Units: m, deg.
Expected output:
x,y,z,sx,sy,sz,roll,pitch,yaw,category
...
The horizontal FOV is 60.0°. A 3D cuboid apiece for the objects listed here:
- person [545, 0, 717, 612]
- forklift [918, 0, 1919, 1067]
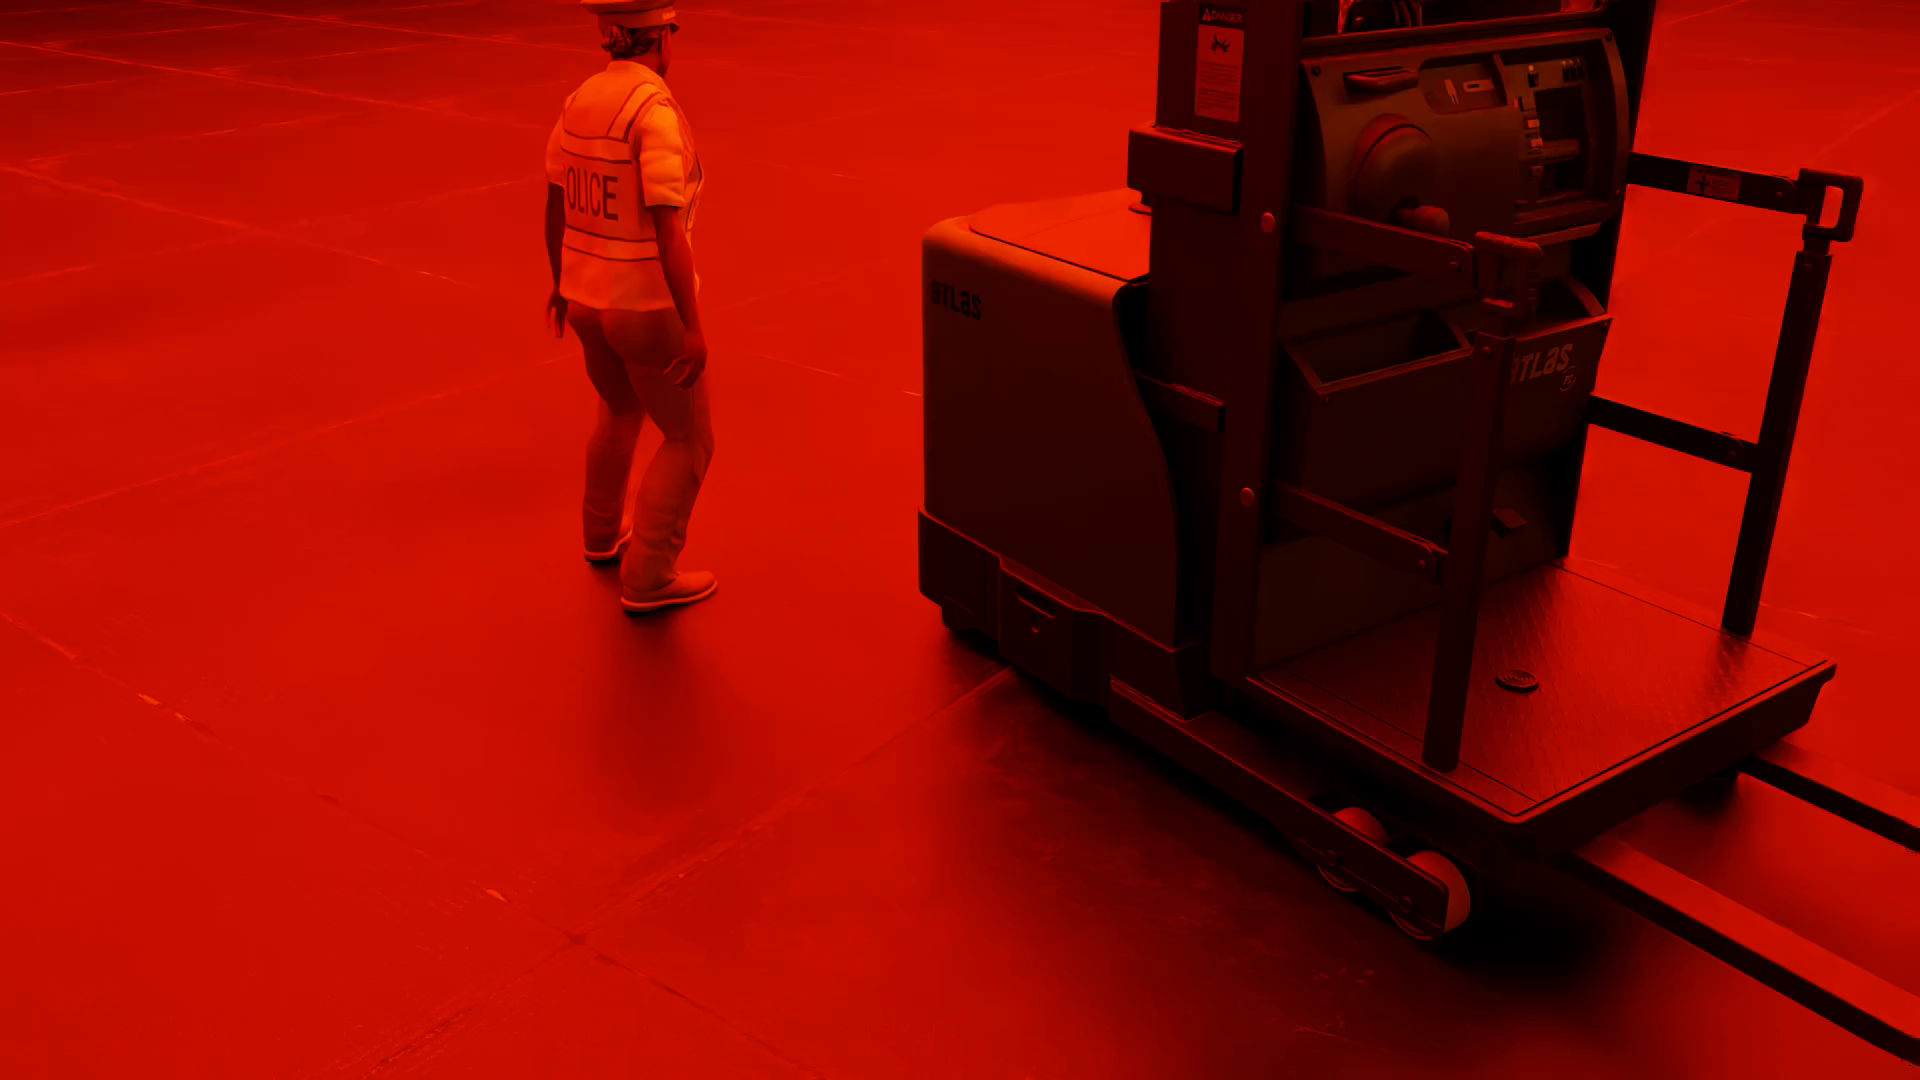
x,y,z,sx,sy,sz,roll,pitch,yaw,category
-0.873,-0.632,4.439,0.788,1.632,0.397,21,31,39,person
1.150,-0.789,3.150,1.130,2.935,3.031,-16,28,-32,forklift
